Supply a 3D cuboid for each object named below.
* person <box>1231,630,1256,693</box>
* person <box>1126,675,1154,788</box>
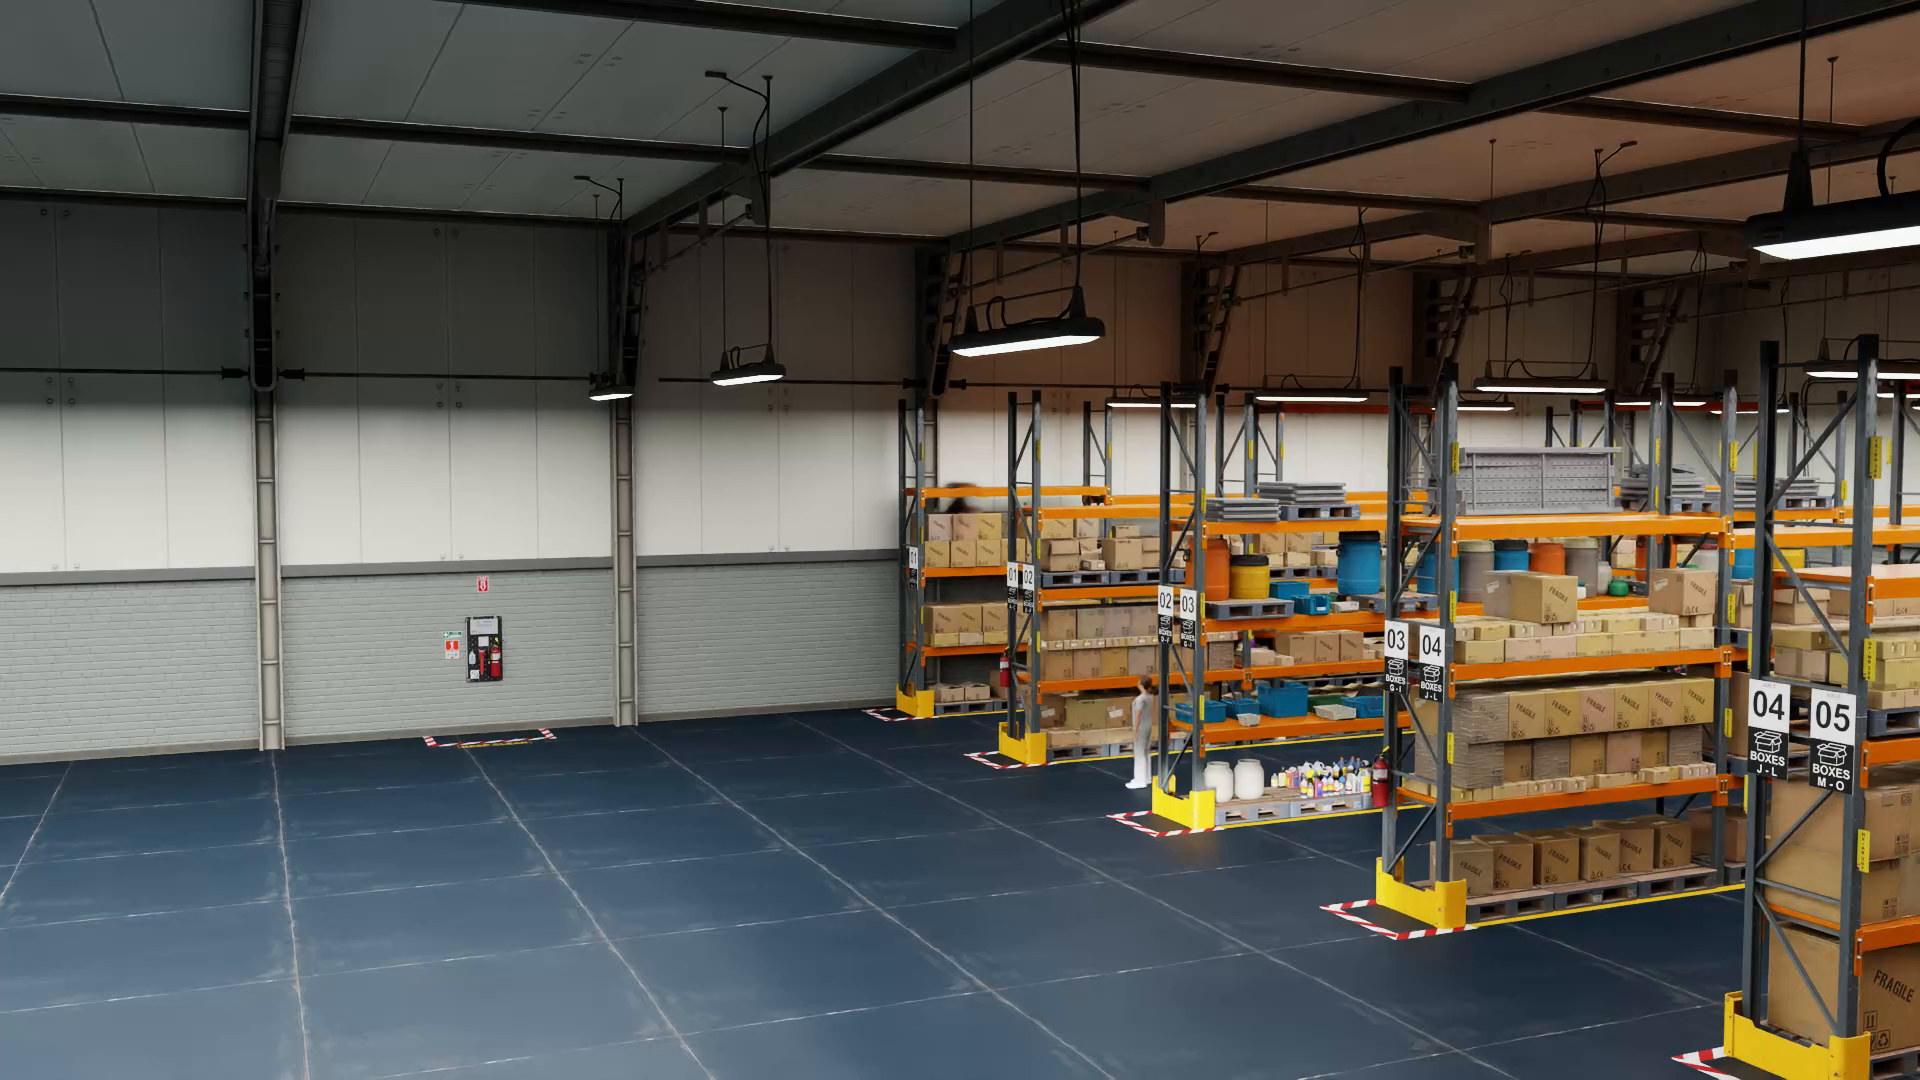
[{"bbox_3d":[5.450,2.444,31.503,0.847,1.809,0.653,-1,3,-17],"label":"person"},{"bbox_3d":[2.730,2.864,24.982,0.398,1.677,0.488,1,4,20],"label":"person"}]
